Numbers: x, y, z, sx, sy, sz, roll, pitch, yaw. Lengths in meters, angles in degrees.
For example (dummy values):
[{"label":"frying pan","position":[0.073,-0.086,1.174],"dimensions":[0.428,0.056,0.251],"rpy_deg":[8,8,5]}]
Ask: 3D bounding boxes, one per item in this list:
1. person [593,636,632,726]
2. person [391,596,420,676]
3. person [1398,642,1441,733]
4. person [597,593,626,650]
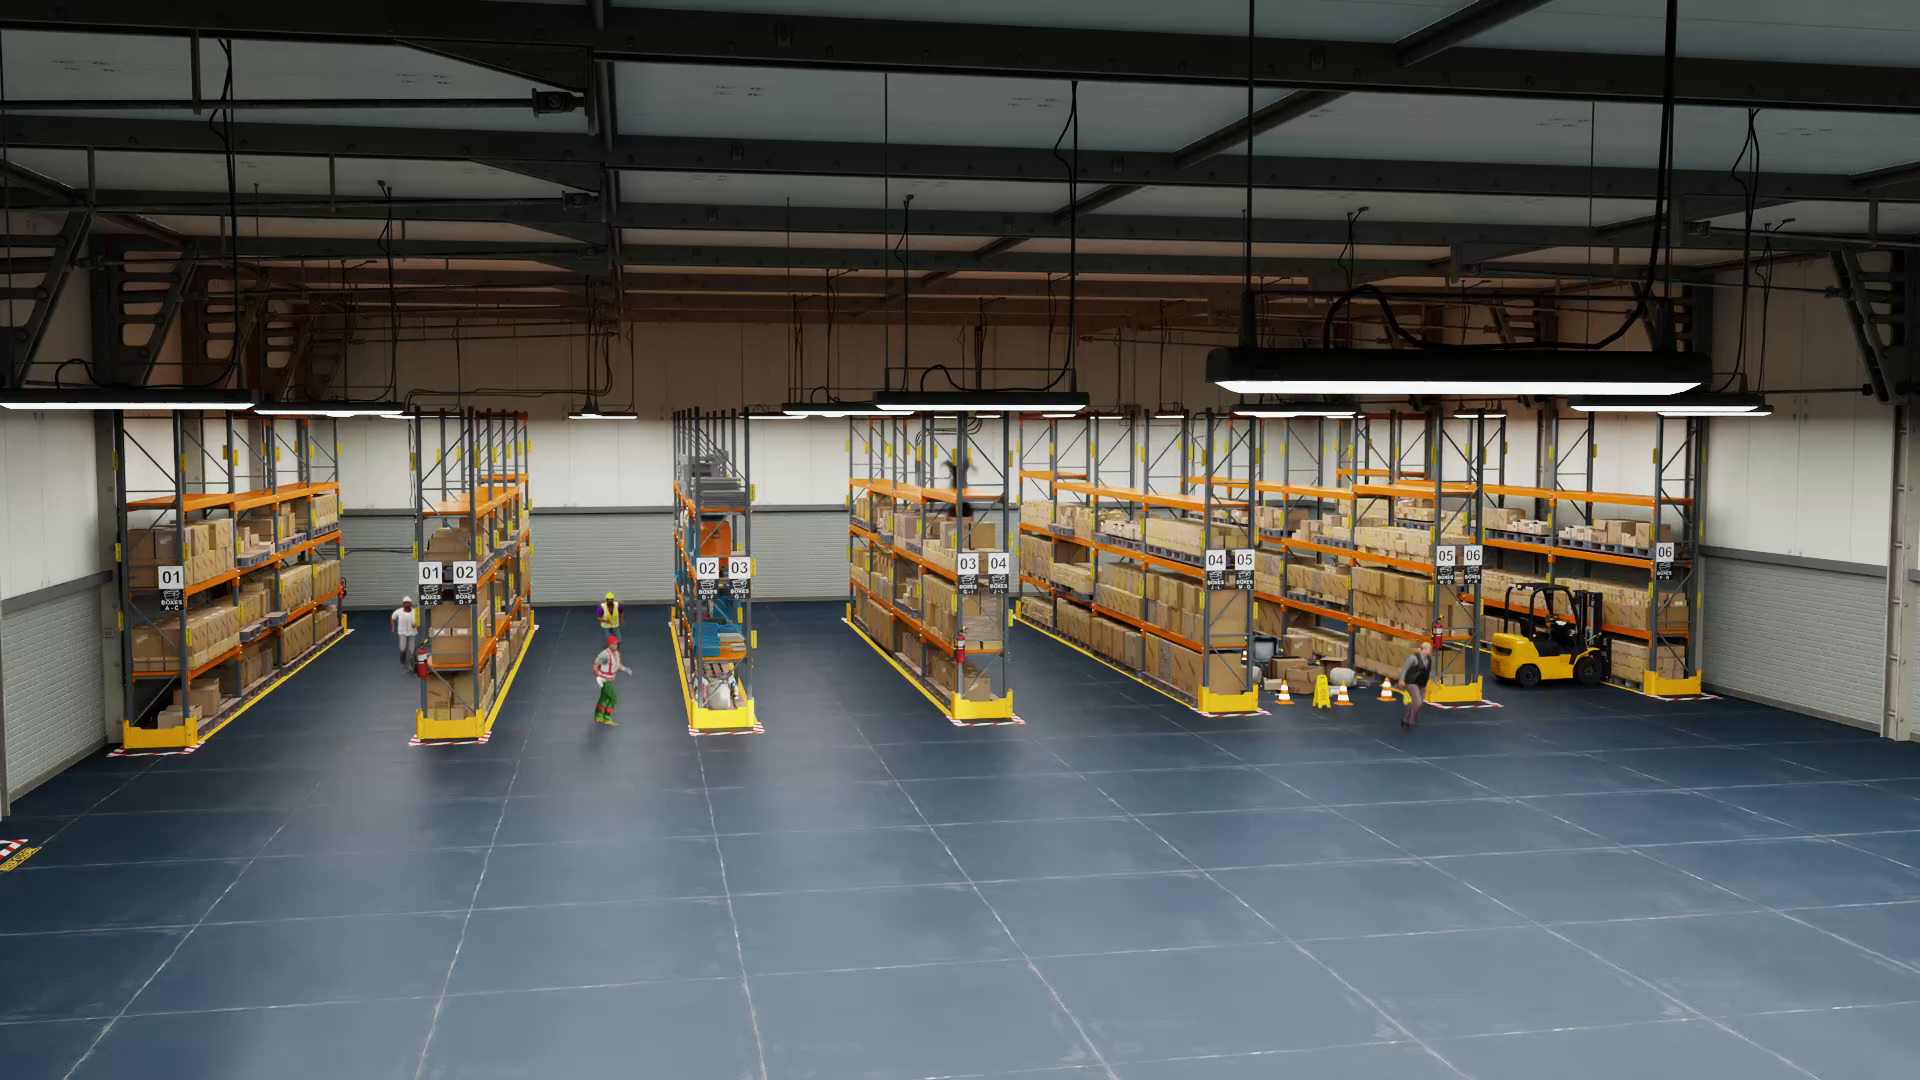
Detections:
[{"label":"person","position":[-6.606,2.652,31.425],"dimensions":[0.825,1.726,0.658],"rpy_deg":[1,4,9]},{"label":"person","position":[-12.511,2.170,37.619],"dimensions":[0.694,1.789,0.721],"rpy_deg":[-1,4,-18]},{"label":"person","position":[8.491,2.701,30.874],"dimensions":[0.643,1.670,0.747],"rpy_deg":[-2,5,-31]},{"label":"person","position":[-8.331,2.074,39.732],"dimensions":[0.724,1.654,0.827],"rpy_deg":[-2,4,-23]}]
